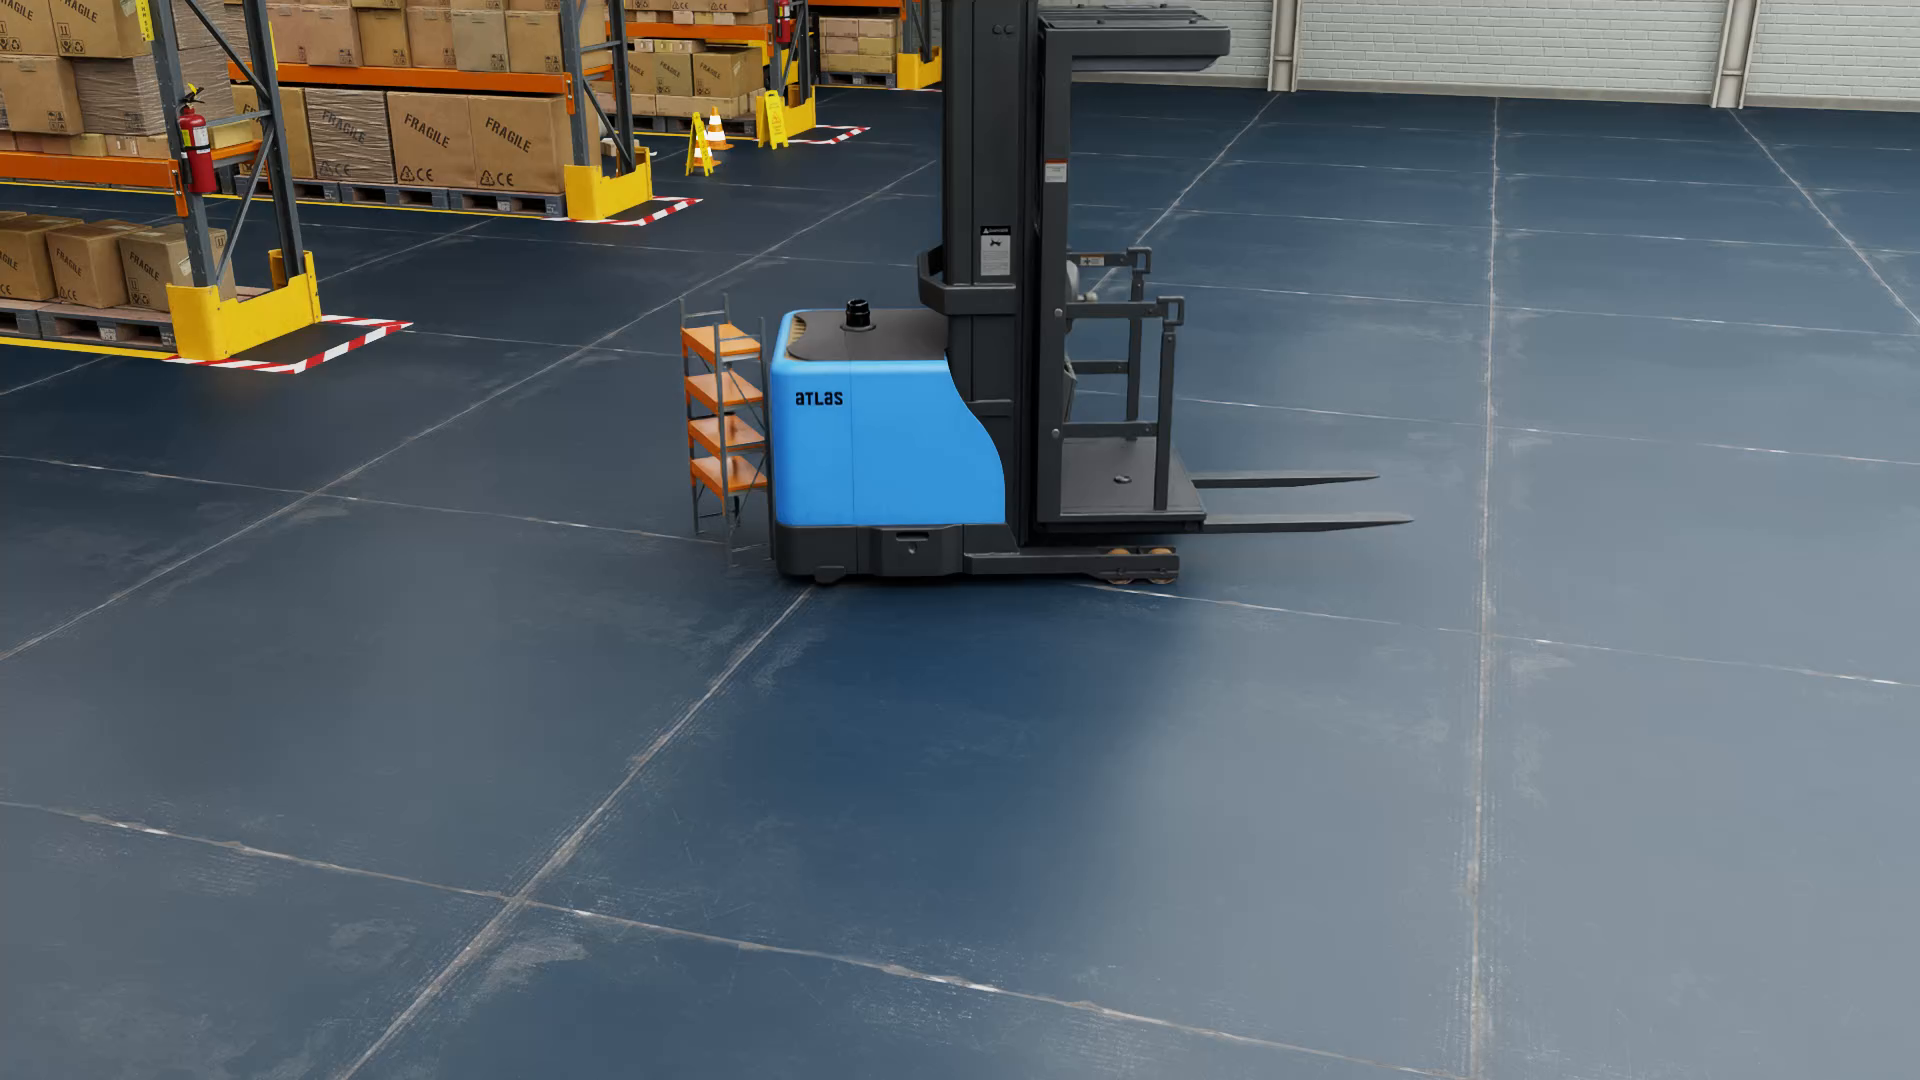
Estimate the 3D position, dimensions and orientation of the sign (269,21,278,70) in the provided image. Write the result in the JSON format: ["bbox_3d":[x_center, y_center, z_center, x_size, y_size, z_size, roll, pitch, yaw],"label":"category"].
[{"bbox_3d":[-4.769,-3.408,11.485,0.005,0.325,0.100,7,23,16],"label":"sign"}]

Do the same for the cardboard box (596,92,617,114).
[{"bbox_3d":[-4.383,-5.497,20.789,0.500,0.250,0.500,6,23,15],"label":"cardboard box"}]

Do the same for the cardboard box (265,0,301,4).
[{"bbox_3d":[-6.323,-5.538,16.197,0.550,0.550,0.875,7,23,16],"label":"cardboard box"}]

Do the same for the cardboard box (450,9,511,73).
[{"bbox_3d":[-4.298,-4.747,15.693,0.550,0.550,0.875,7,23,16],"label":"cardboard box"}]

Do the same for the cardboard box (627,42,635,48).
[{"bbox_3d":[-4.273,-6.040,21.125,0.500,0.500,0.500,8,24,18],"label":"cardboard box"}]

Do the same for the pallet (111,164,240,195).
[{"bbox_3d":[-7.986,-3.807,17.273,1.213,0.211,1.003,7,23,16],"label":"pallet"}]

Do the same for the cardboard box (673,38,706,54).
[{"bbox_3d":[-3.276,-5.989,20.145,0.250,0.149,0.380,7,23,17],"label":"cardboard box"}]

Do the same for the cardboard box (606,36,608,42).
[{"bbox_3d":[-4.552,-6.136,20.504,0.250,0.149,0.380,8,24,19],"label":"cardboard box"}]

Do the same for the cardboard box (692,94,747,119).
[{"bbox_3d":[-2.938,-5.327,20.373,0.500,0.250,0.500,6,23,15],"label":"cardboard box"}]

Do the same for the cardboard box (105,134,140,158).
[{"bbox_3d":[-5.498,-2.678,11.177,0.250,0.149,0.380,7,23,16],"label":"cardboard box"}]

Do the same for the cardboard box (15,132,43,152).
[{"bbox_3d":[-6.214,-2.762,11.382,0.250,0.149,0.380,7,23,16],"label":"cardboard box"}]

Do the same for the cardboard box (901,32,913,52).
[{"bbox_3d":[-1.023,-7.495,25.001,0.500,0.250,0.500,7,23,16],"label":"cardboard box"}]

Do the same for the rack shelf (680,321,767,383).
[{"bbox_3d":[-1.113,-0.888,7.818,0.258,0.148,0.480,-11,25,-25],"label":"rack shelf"}]

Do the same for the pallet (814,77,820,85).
[{"bbox_3d":[-2.542,-7.128,25.368,1.213,0.211,1.003,7,23,15],"label":"pallet"}]

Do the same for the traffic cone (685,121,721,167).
[{"bbox_3d":[-2.843,-4.375,18.326,0.334,0.463,0.336,7,23,16],"label":"traffic cone"}]

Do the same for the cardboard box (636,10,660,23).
[{"bbox_3d":[-3.728,-6.373,20.184,0.250,0.149,0.380,6,23,15],"label":"cardboard box"}]

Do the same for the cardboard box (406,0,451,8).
[{"bbox_3d":[-4.791,-5.363,15.770,0.550,0.550,0.875,7,23,16],"label":"cardboard box"}]

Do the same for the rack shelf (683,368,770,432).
[{"bbox_3d":[-1.113,-0.669,7.907,0.258,0.148,0.480,-11,25,-25],"label":"rack shelf"}]

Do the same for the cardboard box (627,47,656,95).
[{"bbox_3d":[-3.887,-5.787,20.507,0.500,0.500,0.500,6,23,14],"label":"cardboard box"}]

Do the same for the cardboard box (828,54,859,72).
[{"bbox_3d":[-1.648,-7.132,24.773,0.500,0.250,0.500,7,23,15],"label":"cardboard box"}]

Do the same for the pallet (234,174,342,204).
[{"bbox_3d":[-6.521,-3.638,16.861,1.213,0.211,1.003,7,23,15],"label":"pallet"}]

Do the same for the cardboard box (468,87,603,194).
[{"bbox_3d":[-4.065,-3.863,15.981,0.875,0.875,0.875,7,23,16],"label":"cardboard box"}]

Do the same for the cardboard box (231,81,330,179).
[{"bbox_3d":[-6.644,-4.157,16.697,0.875,0.875,0.875,7,23,16],"label":"cardboard box"}]

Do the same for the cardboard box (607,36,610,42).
[{"bbox_3d":[-5.706,-7.890,26.128,0.625,0.625,0.875,6,23,15],"label":"cardboard box"}]

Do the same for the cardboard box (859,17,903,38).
[{"bbox_3d":[-1.164,-7.537,24.443,0.500,0.250,0.500,7,23,17],"label":"cardboard box"}]

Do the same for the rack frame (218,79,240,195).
[{"bbox_3d":[-7.226,-5.040,16.604,0.127,3.000,1.000,7,23,16],"label":"rack frame"}]

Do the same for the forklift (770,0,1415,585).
[{"bbox_3d":[0.639,-1.347,7.691,3.031,2.935,1.130,-1,22,-2],"label":"forklift"}]

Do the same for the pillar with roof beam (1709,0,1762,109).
[{"bbox_3d":[9.206,-8.514,17.170,0.400,9.000,9.100,7,23,16],"label":"pillar with roof beam"}]

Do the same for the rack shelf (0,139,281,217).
[{"bbox_3d":[-6.841,-2.697,11.840,4.000,0.370,1.077,7,23,16],"label":"rack shelf"}]

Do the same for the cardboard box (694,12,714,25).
[{"bbox_3d":[-2.997,-6.281,19.961,0.250,0.149,0.380,6,23,15],"label":"cardboard box"}]

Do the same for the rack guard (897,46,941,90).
[{"bbox_3d":[-0.610,-7.056,24.812,0.348,0.500,1.175,7,23,16],"label":"rack guard"}]

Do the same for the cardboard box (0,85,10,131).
[{"bbox_3d":[-6.424,-3.146,11.464,0.500,0.500,0.875,7,23,16],"label":"cardboard box"}]

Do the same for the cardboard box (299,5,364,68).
[{"bbox_3d":[-5.853,-4.919,16.112,0.550,0.550,0.875,7,23,16],"label":"cardboard box"}]

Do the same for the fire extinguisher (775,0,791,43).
[{"bbox_3d":[-2.087,-6.195,19.522,0.183,0.674,0.296,7,23,16],"label":"fire extinguisher"}]

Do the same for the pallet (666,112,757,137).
[{"bbox_3d":[-2.904,-5.231,20.744,1.213,0.211,1.003,7,23,16],"label":"pallet"}]

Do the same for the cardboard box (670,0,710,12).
[{"bbox_3d":[-3.141,-6.611,19.910,0.500,0.500,0.500,7,23,16],"label":"cardboard box"}]

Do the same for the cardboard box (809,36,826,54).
[{"bbox_3d":[-2.167,-7.416,24.807,0.500,0.250,0.500,6,23,14],"label":"cardboard box"}]

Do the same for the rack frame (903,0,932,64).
[{"bbox_3d":[-0.633,-8.215,24.344,0.127,3.000,1.000,7,23,16],"label":"rack frame"}]

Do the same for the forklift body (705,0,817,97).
[{"bbox_3d":[-2.976,-7.367,23.396,1.214,2.155,2.313,7,23,16],"label":"forklift body"}]

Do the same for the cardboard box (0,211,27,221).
[{"bbox_3d":[-7.216,-2.129,12.247,0.500,0.500,0.500,4,23,11],"label":"cardboard box"}]

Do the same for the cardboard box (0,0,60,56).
[{"bbox_3d":[-6.004,-3.480,10.960,0.500,0.500,0.500,7,23,16],"label":"cardboard box"}]

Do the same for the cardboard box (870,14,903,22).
[{"bbox_3d":[-1.039,-7.721,24.892,0.500,0.250,0.500,6,23,15],"label":"cardboard box"}]

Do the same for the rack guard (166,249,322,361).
[{"bbox_3d":[-4.999,-1.662,11.663,0.348,0.500,1.175,7,23,16],"label":"rack guard"}]

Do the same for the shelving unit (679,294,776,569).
[{"bbox_3d":[-1.113,-0.524,7.967,0.258,1.200,0.503,-11,25,-25],"label":"shelving unit"}]

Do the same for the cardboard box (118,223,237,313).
[{"bbox_3d":[-5.519,-1.923,11.745,0.500,0.500,0.500,11,25,25],"label":"cardboard box"}]
